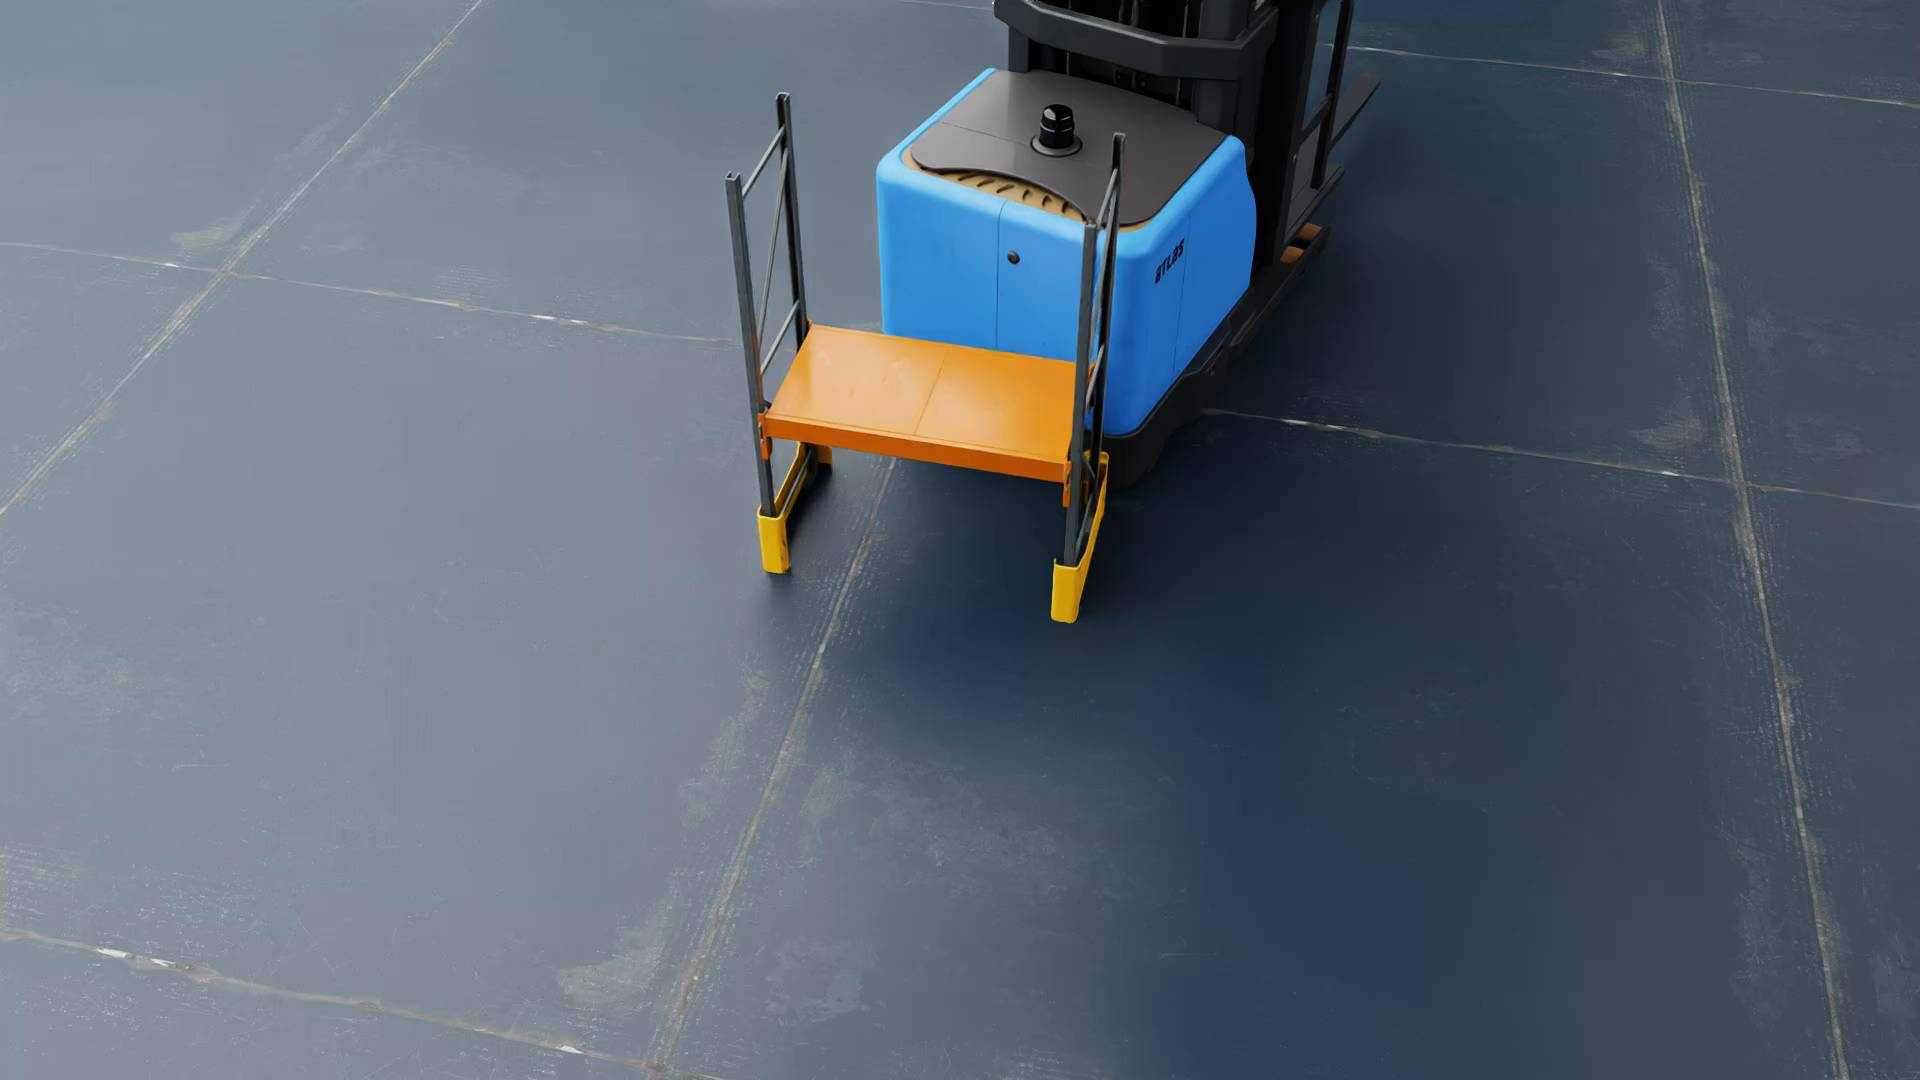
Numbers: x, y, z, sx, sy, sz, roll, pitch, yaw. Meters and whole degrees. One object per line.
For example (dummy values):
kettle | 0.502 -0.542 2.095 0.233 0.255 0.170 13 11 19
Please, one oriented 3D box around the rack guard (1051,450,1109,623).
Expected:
rack guard | 0.405 -0.018 5.588 0.087 0.250 0.587 9 45 10

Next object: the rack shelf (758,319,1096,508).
rack shelf | -0.088 -0.420 5.364 1.000 0.185 0.538 9 45 10

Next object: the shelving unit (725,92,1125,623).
shelving unit | -0.080 -0.548 5.238 1.083 1.500 0.587 9 45 10

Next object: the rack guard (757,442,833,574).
rack guard | -0.564 -0.178 5.754 0.087 0.250 0.587 9 45 10

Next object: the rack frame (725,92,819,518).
rack frame | -0.583 -0.631 5.324 0.032 1.500 0.500 9 45 10

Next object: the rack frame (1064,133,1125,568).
rack frame | 0.406 -0.468 5.155 0.032 1.500 0.500 9 45 10

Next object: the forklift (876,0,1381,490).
forklift | 0.882 -2.241 5.965 1.130 2.935 3.031 22 48 21
